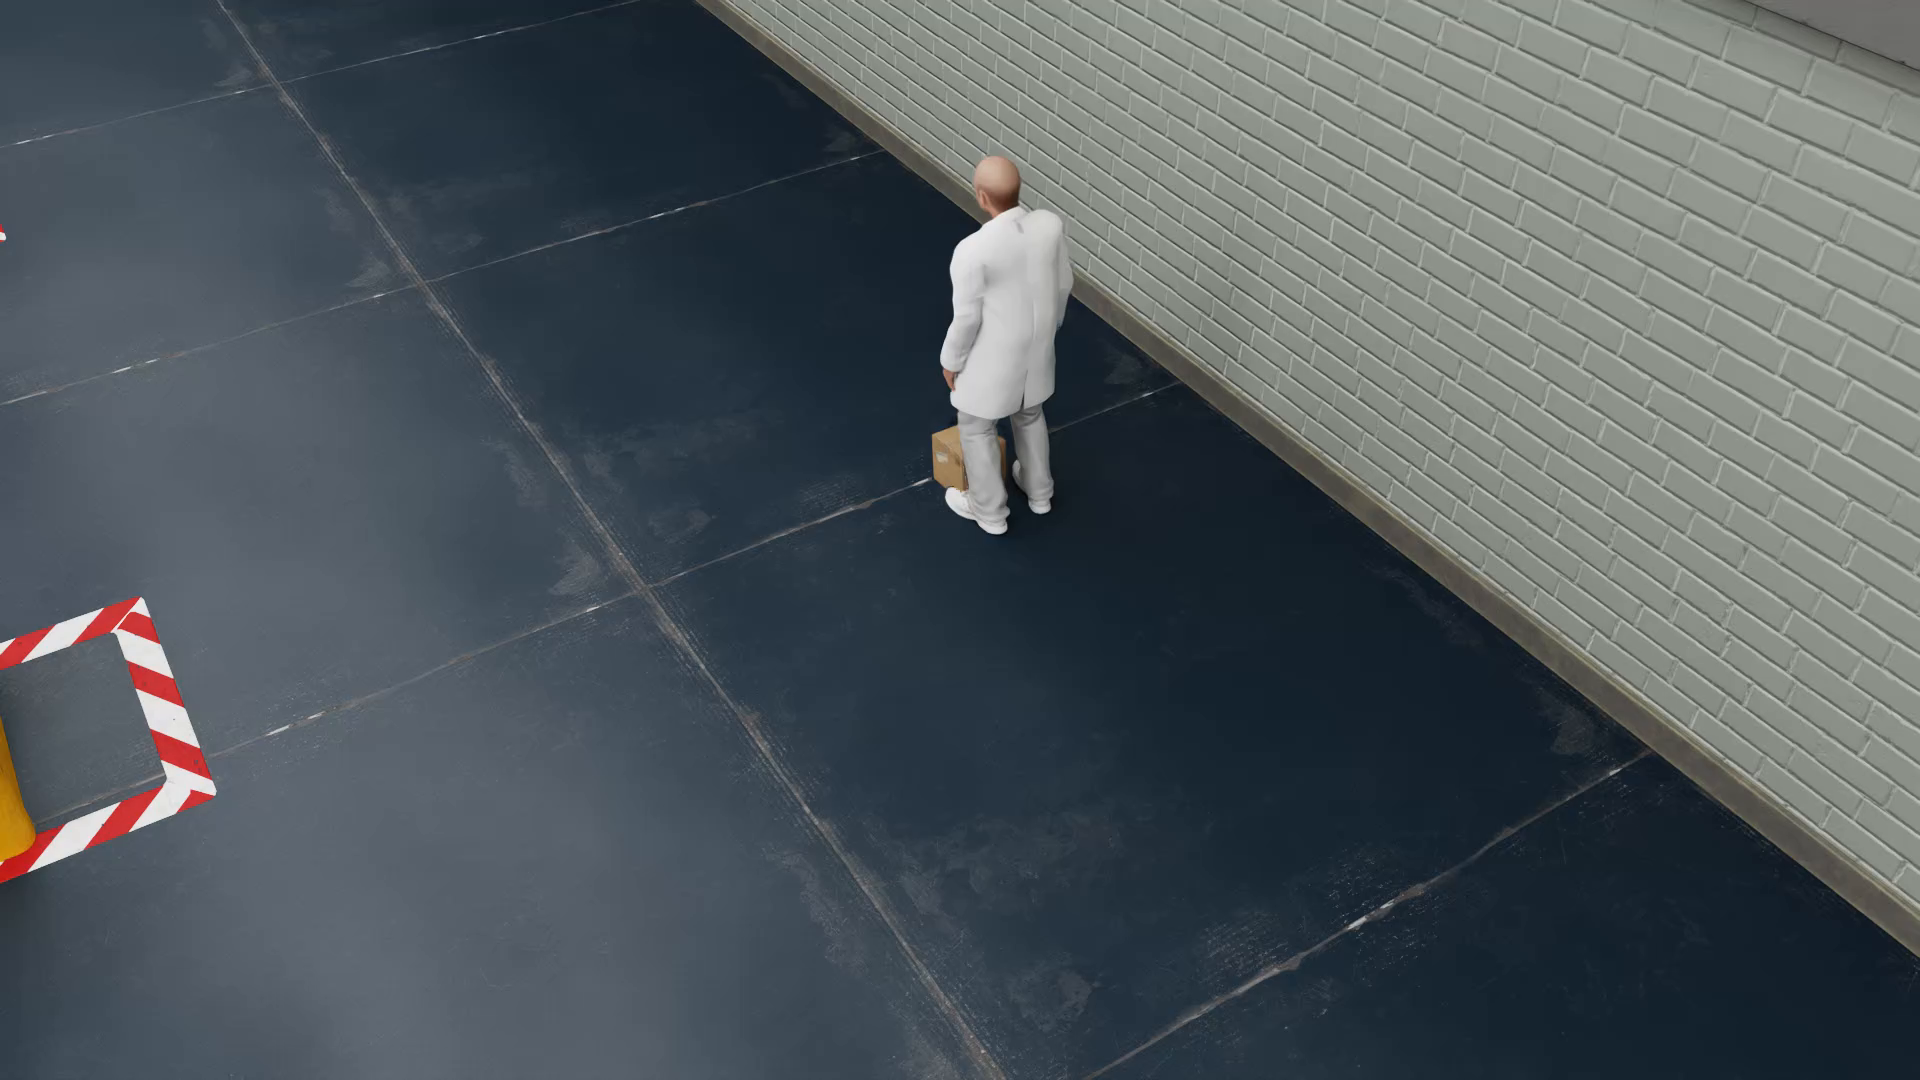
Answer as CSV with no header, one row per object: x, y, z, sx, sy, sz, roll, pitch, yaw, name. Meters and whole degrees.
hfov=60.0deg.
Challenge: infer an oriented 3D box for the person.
0.188,-0.819,7.136,0.617,1.774,0.426,-24,46,-26,person
